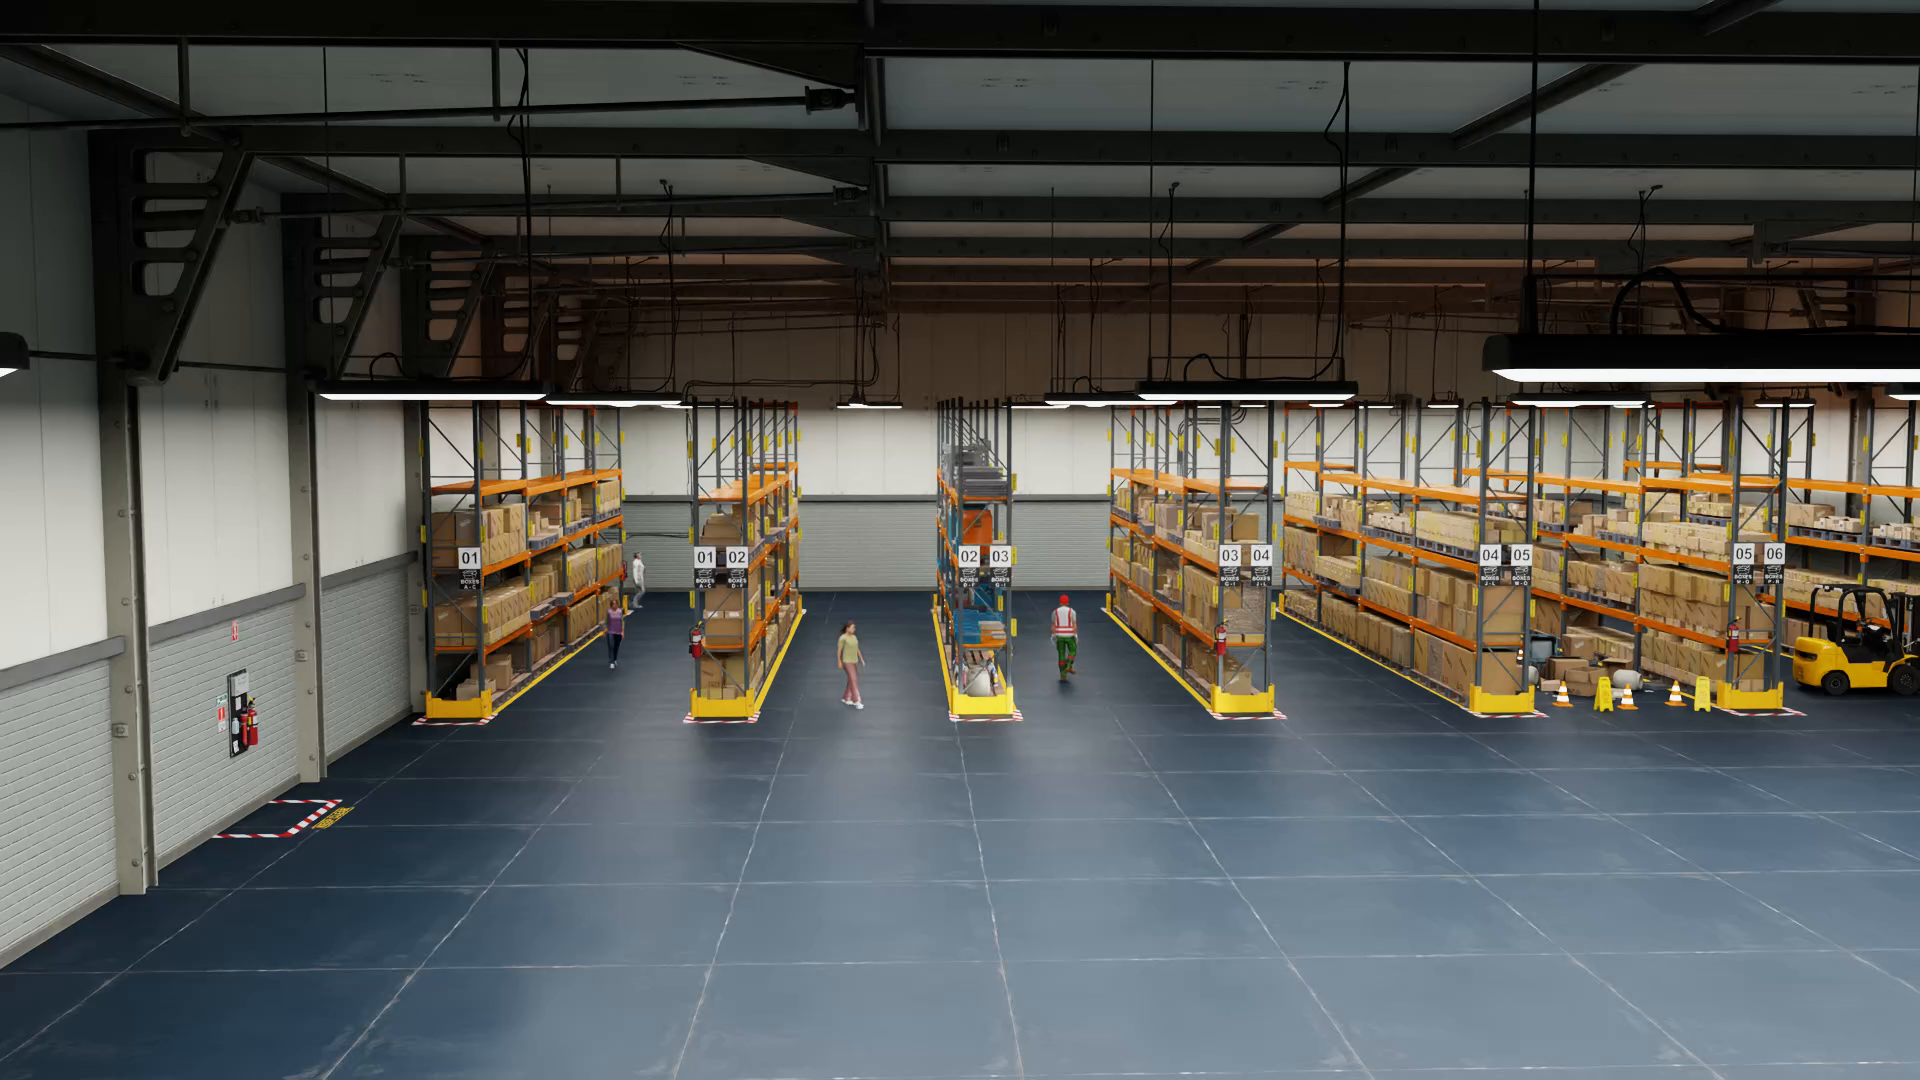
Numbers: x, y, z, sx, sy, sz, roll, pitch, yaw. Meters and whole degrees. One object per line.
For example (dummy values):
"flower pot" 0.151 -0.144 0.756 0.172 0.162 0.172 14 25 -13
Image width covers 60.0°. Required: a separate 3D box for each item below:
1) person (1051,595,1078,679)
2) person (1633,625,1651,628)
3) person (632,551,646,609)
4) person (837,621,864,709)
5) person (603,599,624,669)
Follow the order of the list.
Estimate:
"person" 2.243 2.070 35.694 0.585 1.779 0.482 1 5 12
"person" 18.162 1.514 43.906 0.472 1.707 0.533 -2 5 -27
"person" -9.329 1.144 48.284 0.395 1.690 0.506 0 4 -5
"person" -2.060 2.414 32.386 0.781 1.670 0.473 4 6 39
"person" -7.682 2.073 36.968 0.455 1.544 0.969 -2 5 -27
